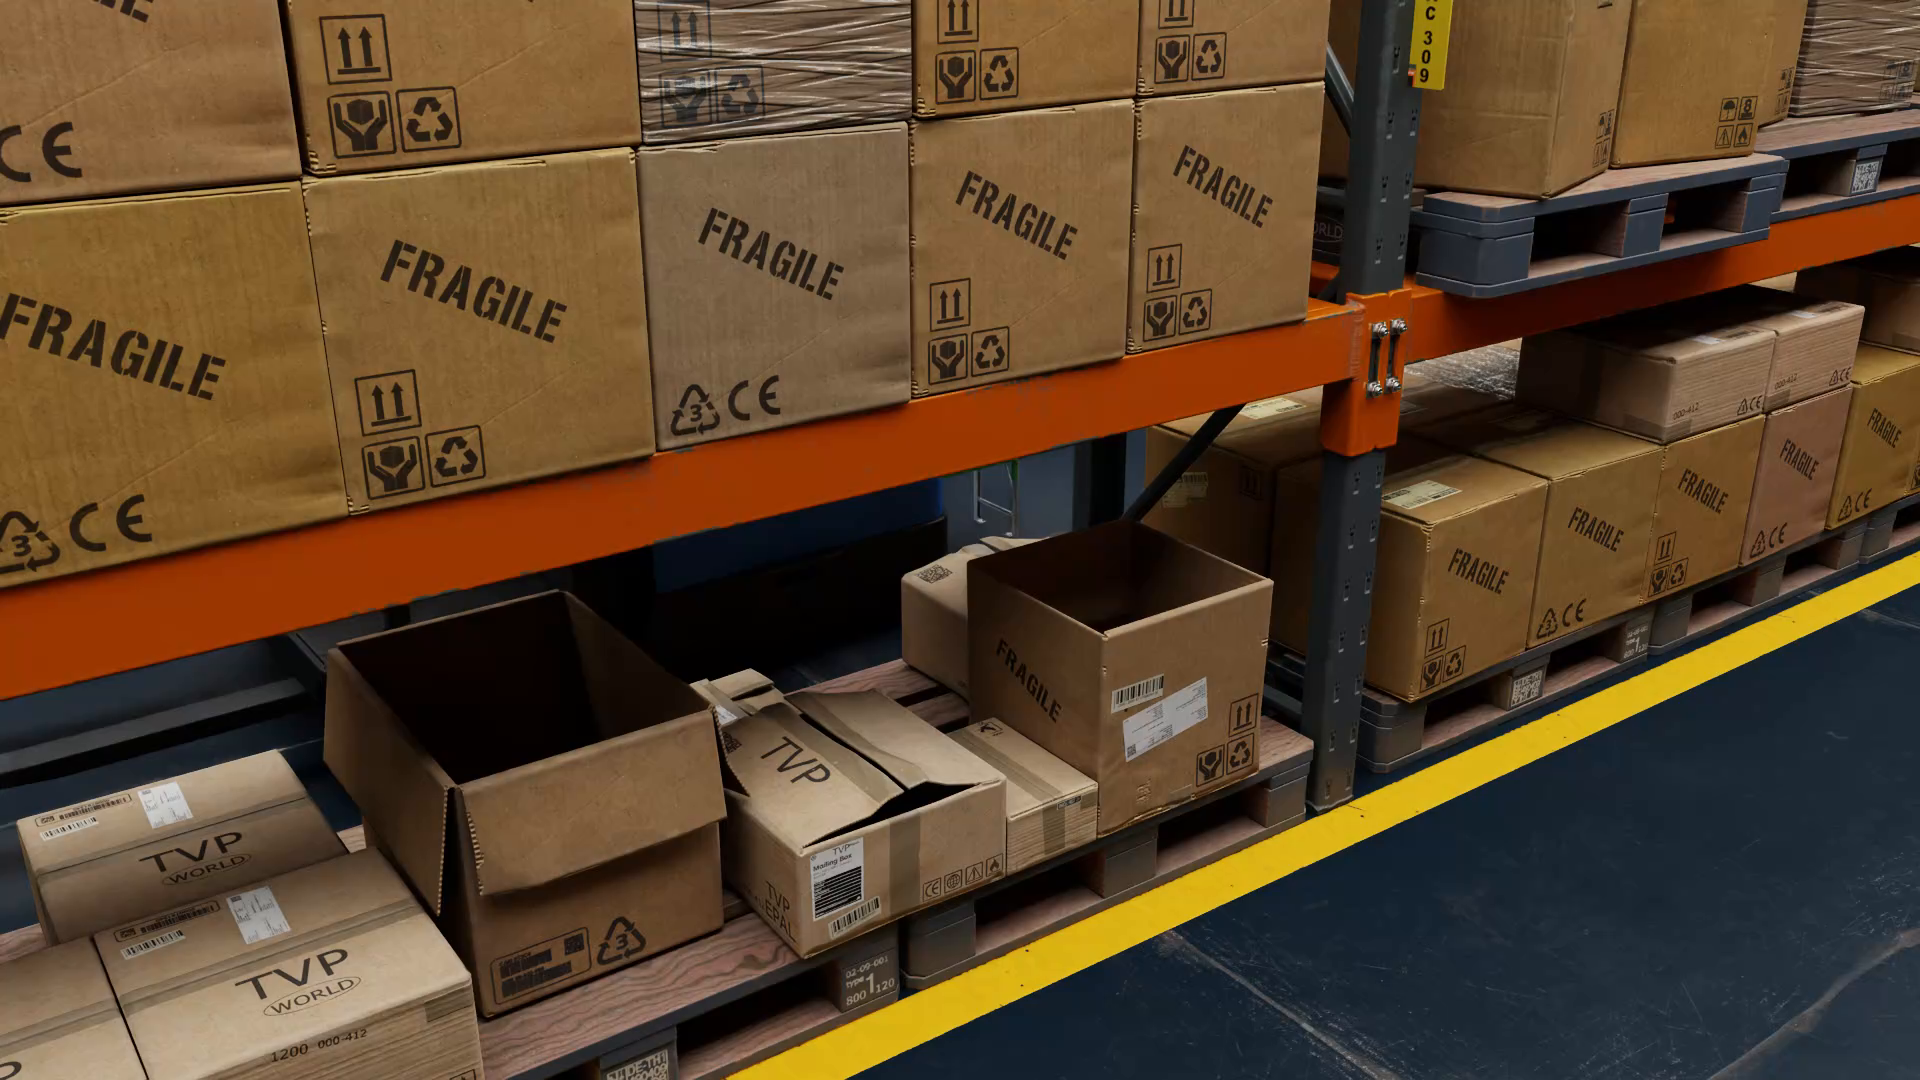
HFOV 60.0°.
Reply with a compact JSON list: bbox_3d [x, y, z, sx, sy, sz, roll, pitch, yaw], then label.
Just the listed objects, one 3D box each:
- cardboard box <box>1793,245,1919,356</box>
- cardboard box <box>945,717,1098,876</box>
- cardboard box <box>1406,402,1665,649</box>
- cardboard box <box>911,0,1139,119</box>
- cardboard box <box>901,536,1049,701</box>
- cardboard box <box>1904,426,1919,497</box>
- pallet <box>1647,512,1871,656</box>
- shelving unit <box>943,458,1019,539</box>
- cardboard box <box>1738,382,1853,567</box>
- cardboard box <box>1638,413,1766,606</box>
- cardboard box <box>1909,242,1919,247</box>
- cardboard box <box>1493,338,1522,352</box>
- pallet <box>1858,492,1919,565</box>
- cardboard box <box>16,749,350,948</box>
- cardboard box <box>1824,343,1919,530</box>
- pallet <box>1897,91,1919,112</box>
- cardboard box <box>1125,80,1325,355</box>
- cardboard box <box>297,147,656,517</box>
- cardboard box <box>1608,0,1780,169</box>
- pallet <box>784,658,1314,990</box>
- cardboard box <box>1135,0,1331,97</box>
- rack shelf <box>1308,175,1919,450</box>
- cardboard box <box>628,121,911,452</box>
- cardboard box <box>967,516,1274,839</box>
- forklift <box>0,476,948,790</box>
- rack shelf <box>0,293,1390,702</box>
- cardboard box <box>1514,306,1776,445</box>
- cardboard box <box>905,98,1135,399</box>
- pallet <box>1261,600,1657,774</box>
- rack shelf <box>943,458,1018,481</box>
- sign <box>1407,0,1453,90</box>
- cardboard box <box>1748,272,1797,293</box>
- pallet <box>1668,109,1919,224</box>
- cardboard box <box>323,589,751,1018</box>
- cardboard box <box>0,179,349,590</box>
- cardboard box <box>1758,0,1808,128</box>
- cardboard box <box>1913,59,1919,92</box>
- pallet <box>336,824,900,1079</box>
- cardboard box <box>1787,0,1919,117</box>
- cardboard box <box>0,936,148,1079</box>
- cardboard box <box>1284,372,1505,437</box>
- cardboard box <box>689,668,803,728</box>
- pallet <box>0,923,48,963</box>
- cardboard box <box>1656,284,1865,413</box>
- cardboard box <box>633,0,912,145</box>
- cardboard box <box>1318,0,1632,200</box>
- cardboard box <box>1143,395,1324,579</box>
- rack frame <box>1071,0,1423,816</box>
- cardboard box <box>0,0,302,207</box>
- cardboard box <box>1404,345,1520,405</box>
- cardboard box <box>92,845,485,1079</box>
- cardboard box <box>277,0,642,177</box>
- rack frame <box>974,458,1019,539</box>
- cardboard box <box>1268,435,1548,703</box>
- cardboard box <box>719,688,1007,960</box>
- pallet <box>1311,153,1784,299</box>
[{"bbox_3d":[3.239,-0.837,5.713,0.500,0.250,0.500,-14,26,-31],"label":"cardboard box"},{"bbox_3d":[0.091,0.562,3.694,0.250,0.149,0.380,-15,26,-33],"label":"cardboard box"},{"bbox_3d":[1.618,-0.059,4.777,0.500,0.500,0.500,-14,26,-32],"label":"cardboard box"},{"bbox_3d":[-0.017,-1.078,3.066,0.500,0.500,0.500,-16,27,-34],"label":"cardboard box"},{"bbox_3d":[0.190,0.204,4.371,0.500,0.311,0.500,-15,26,-33],"label":"cardboard box"},{"bbox_3d":[3.282,-0.502,5.886,0.500,0.500,0.500,-14,26,-31],"label":"cardboard box"},{"bbox_3d":[2.286,-0.024,5.671,1.213,0.211,1.003,-15,26,-33],"label":"pallet"},{"bbox_3d":[-0.065,-0.543,5.639,0.503,1.200,0.258,-16,27,-34],"label":"shelving unit"},{"bbox_3d":[2.439,-0.275,5.316,0.500,0.500,0.500,-16,27,-35],"label":"cardboard box"},{"bbox_3d":[2.028,-0.165,5.043,0.500,0.500,0.500,-15,26,-32],"label":"cardboard box"},{"bbox_3d":[4.185,-1.098,6.986,0.500,0.311,0.500,-14,26,-31],"label":"cardboard box"},{"bbox_3d":[2.115,-0.426,5.696,0.500,0.500,0.500,-16,27,-35],"label":"cardboard box"},{"bbox_3d":[3.276,-0.286,6.329,1.213,0.211,1.003,-15,26,-33],"label":"pallet"},{"bbox_3d":[-1.504,0.684,3.251,0.500,0.250,0.500,-15,26,-33],"label":"cardboard box"},{"bbox_3d":[2.862,-0.390,5.606,0.500,0.500,0.500,-16,27,-35],"label":"cardboard box"},{"bbox_3d":[3.395,-1.475,5.804,1.003,0.211,1.213,-15,26,-33],"label":"pallet"},{"bbox_3d":[0.401,-0.727,3.536,0.500,0.500,0.500,-14,26,-32],"label":"cardboard box"},{"bbox_3d":[-0.844,-0.392,2.696,0.500,0.500,0.500,-15,26,-32],"label":"cardboard box"},{"bbox_3d":[1.693,-1.311,4.432,0.500,0.500,0.700,-10,24,-25],"label":"cardboard box"},{"bbox_3d":[0.099,0.578,4.164,1.213,0.211,1.003,-15,26,-33],"label":"pallet"},{"bbox_3d":[0.398,-1.189,3.346,0.500,0.500,0.500,-15,26,-33],"label":"cardboard box"},{"bbox_3d":[2.280,-0.965,5.237,4.000,0.370,1.077,-15,26,-33],"label":"rack shelf"},{"bbox_3d":[-0.432,-0.503,2.975,0.500,0.500,0.500,-14,26,-32],"label":"cardboard box"},{"bbox_3d":[0.360,0.299,3.878,0.500,0.500,0.500,-15,26,-33],"label":"cardboard box"},{"bbox_3d":[-1.521,-0.967,4.365,3.031,2.935,1.130,-16,27,-34],"label":"forklift"},{"bbox_3d":[-0.966,-0.099,3.067,4.000,0.370,1.077,-15,26,-33],"label":"rack shelf"},{"bbox_3d":[2.004,-0.505,4.883,0.500,0.250,0.500,-15,26,-33],"label":"cardboard box"},{"bbox_3d":[-0.017,-0.615,3.255,0.500,0.500,0.500,-14,26,-31],"label":"cardboard box"},{"bbox_3d":[1.295,0.242,5.006,1.213,0.211,1.003,-15,26,-33],"label":"pallet"},{"bbox_3d":[-0.065,-0.261,5.751,0.480,0.148,0.258,-16,27,-34],"label":"rack shelf"},{"bbox_3d":[0.980,-1.106,3.454,0.005,0.325,0.100,-15,26,-33],"label":"sign"},{"bbox_3d":[3.368,-0.762,6.539,0.500,0.500,0.500,-14,26,-31],"label":"cardboard box"},{"bbox_3d":[2.328,-1.220,5.166,1.213,0.211,1.003,-15,26,-33],"label":"pallet"},{"bbox_3d":[-0.865,0.497,3.377,0.637,0.503,0.797,-15,26,-33],"label":"cardboard box"},{"bbox_3d":[-1.251,-0.284,2.427,0.500,0.500,0.500,-15,26,-33],"label":"cardboard box"},{"bbox_3d":[2.055,-1.508,4.927,0.700,0.500,0.500,17,27,36],"label":"cardboard box"},{"bbox_3d":[3.459,-1.803,5.666,0.700,0.500,0.500,14,26,32],"label":"cardboard box"},{"bbox_3d":[-0.892,0.843,3.498,1.213,0.211,1.003,-15,26,-33],"label":"pallet"},{"bbox_3d":[2.605,-1.662,5.314,0.500,0.500,0.700,-10,24,-23],"label":"cardboard box"},{"bbox_3d":[-1.577,0.932,2.630,0.500,0.250,0.500,-15,26,-33],"label":"cardboard box"},{"bbox_3d":[1.296,-0.207,5.146,0.500,0.500,0.500,-15,26,-33],"label":"cardboard box"},{"bbox_3d":[-0.506,0.462,3.921,0.250,0.166,0.380,-15,26,-33],"label":"cardboard box"},{"bbox_3d":[-1.882,1.106,2.841,1.213,0.211,1.003,-15,26,-33],"label":"pallet"},{"bbox_3d":[2.411,-0.614,5.155,0.500,0.250,0.500,-16,26,-34],"label":"cardboard box"},{"bbox_3d":[-0.426,-0.969,2.793,0.500,0.500,0.500,-15,26,-32],"label":"cardboard box"},{"bbox_3d":[1.172,-1.143,4.011,0.700,0.500,0.500,14,26,32],"label":"cardboard box"},{"bbox_3d":[0.890,-0.102,4.884,0.500,0.500,0.500,-15,26,-33],"label":"cardboard box"},{"bbox_3d":[0.657,-0.866,4.019,0.127,3.000,1.000,-15,26,-33],"label":"rack frame"},{"bbox_3d":[-1.247,-0.750,2.244,0.500,0.500,0.500,-15,26,-32],"label":"cardboard box"},{"bbox_3d":[1.704,-0.315,5.418,0.500,0.500,0.500,-15,26,-32],"label":"cardboard box"},{"bbox_3d":[-1.171,0.824,2.901,0.500,0.250,0.500,-15,26,-33],"label":"cardboard box"},{"bbox_3d":[-0.835,-0.860,2.520,0.500,0.500,0.500,-15,26,-33],"label":"cardboard box"},{"bbox_3d":[0.129,-0.598,5.776,0.015,1.200,0.240,-16,27,-34],"label":"rack frame"},{"bbox_3d":[1.192,0.059,4.479,0.500,0.500,0.500,-16,27,-35],"label":"cardboard box"},{"bbox_3d":[-0.249,0.550,3.506,0.500,0.311,0.500,-15,26,-33],"label":"cardboard box"},{"bbox_3d":[1.369,-0.917,4.406,1.213,0.211,1.003,-15,26,-33],"label":"pallet"}]
